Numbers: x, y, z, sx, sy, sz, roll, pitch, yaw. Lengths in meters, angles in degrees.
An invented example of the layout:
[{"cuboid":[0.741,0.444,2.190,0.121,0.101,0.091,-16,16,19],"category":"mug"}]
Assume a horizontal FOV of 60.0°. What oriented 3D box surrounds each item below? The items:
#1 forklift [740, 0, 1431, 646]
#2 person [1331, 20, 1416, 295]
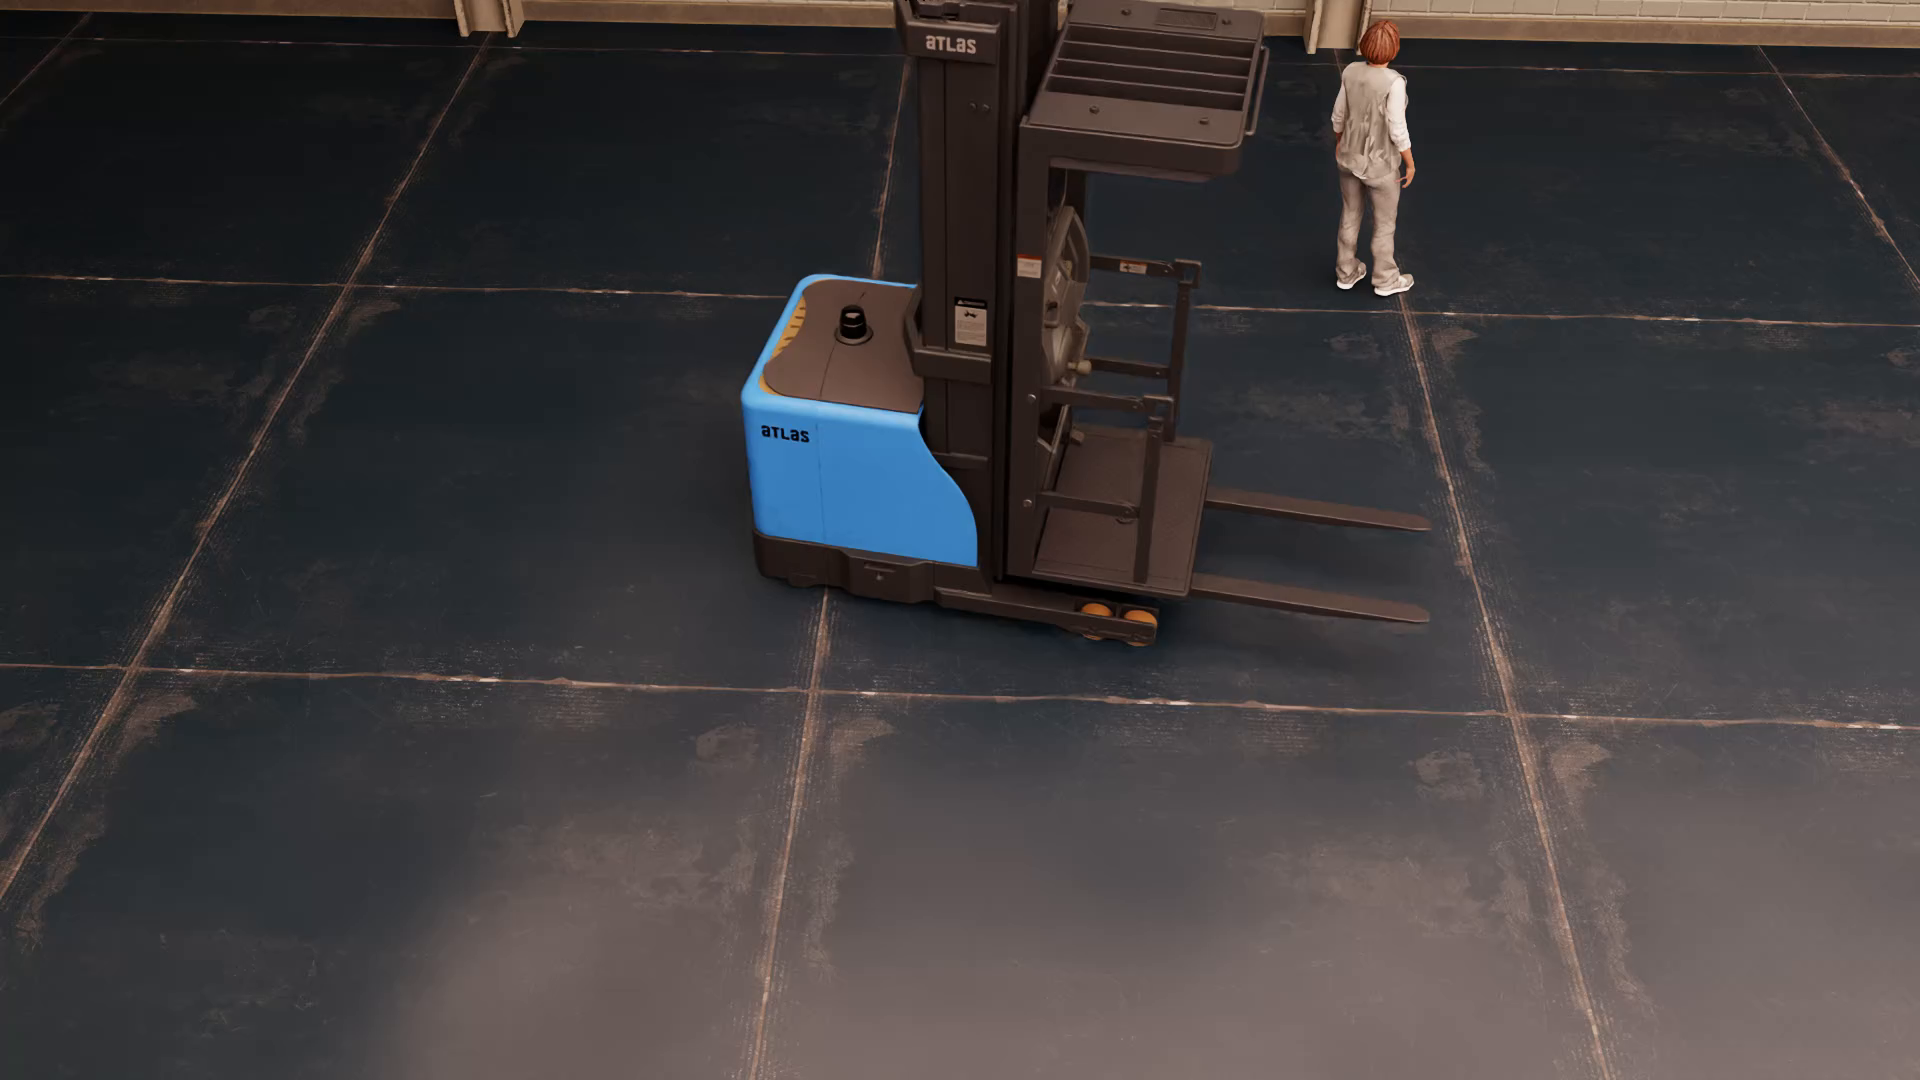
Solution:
[{"cuboid":[0.624,-1.004,6.842,3.031,2.935,1.130,8,43,9],"category":"forklift"},{"cuboid":[2.261,-2.059,8.988,0.474,1.583,0.520,-32,51,-30],"category":"person"}]
